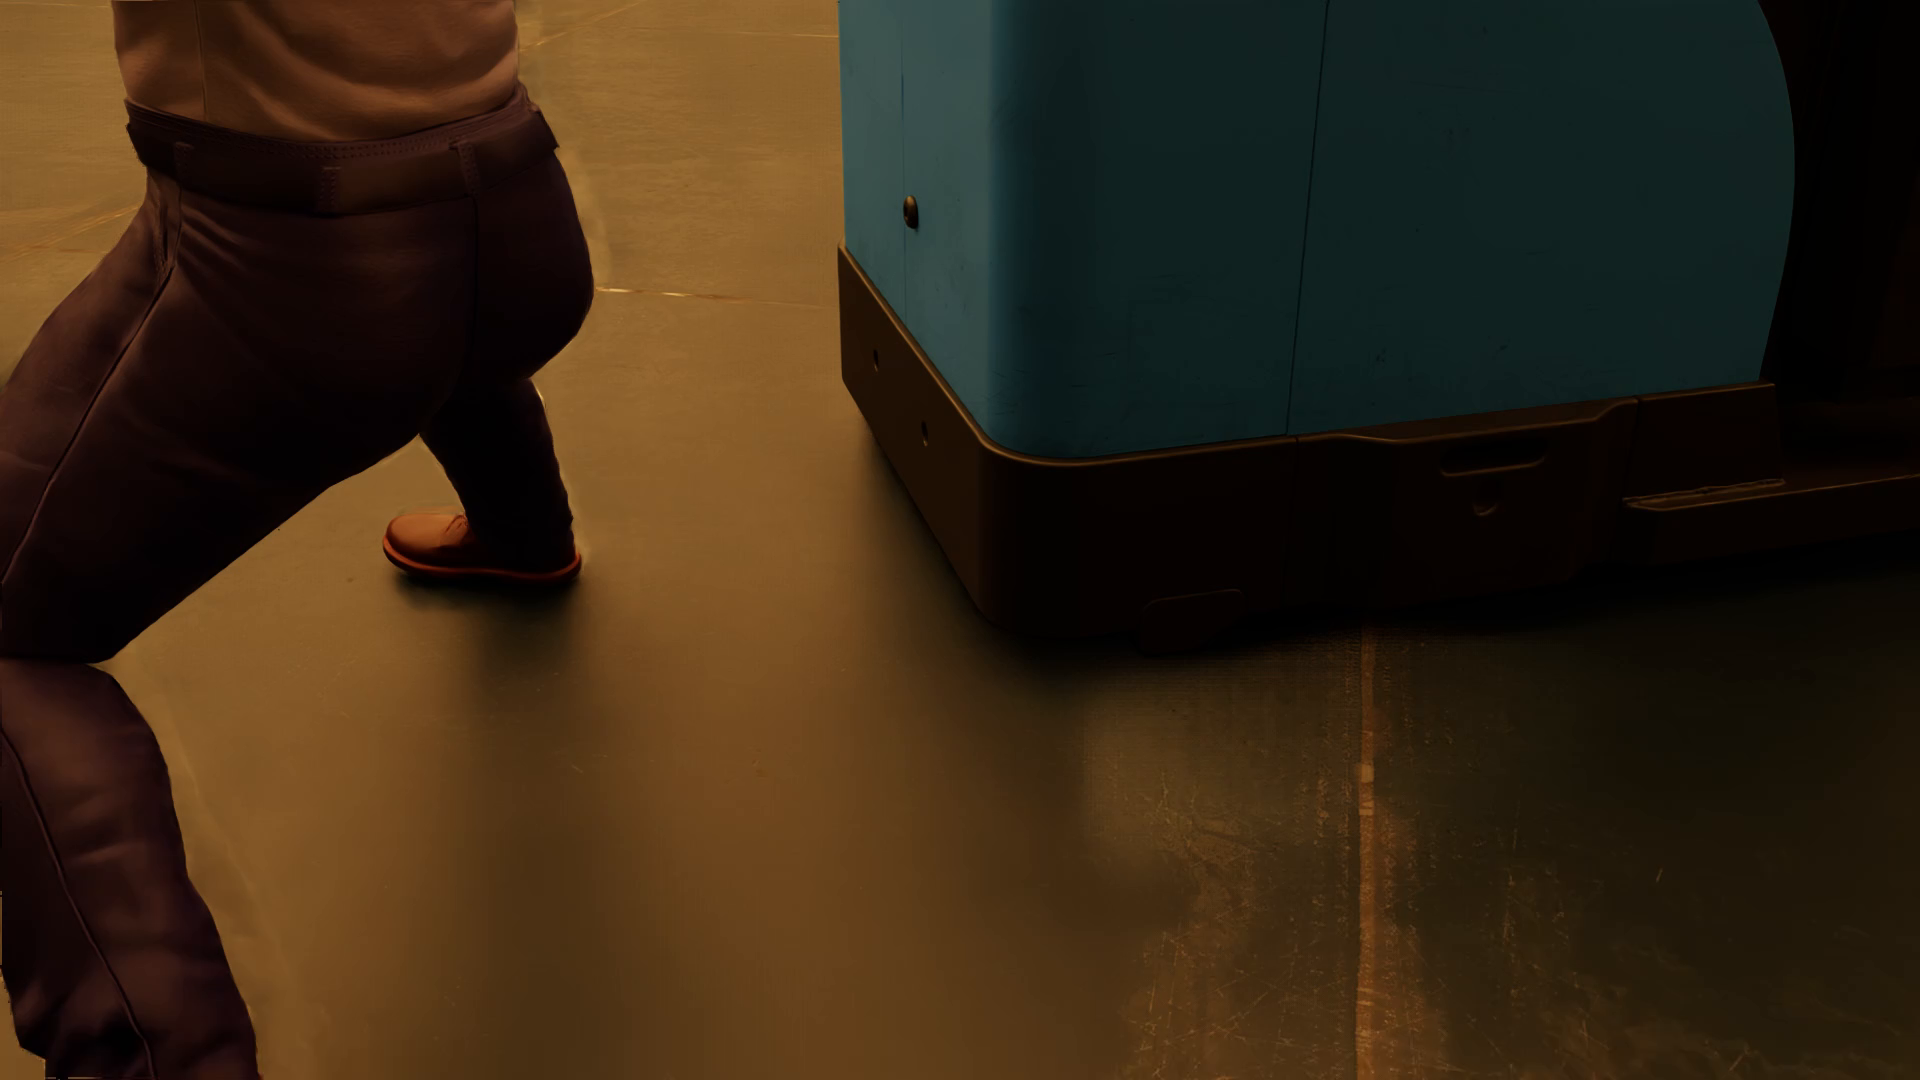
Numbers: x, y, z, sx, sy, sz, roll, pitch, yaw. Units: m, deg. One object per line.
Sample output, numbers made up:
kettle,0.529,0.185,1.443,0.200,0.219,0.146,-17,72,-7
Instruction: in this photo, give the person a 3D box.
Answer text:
person,-0.705,-0.319,1.516,0.824,1.433,1.273,13,29,23

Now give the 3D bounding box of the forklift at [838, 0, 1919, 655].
forklift,1.370,-1.520,2.258,3.031,2.935,1.130,-7,28,-14
